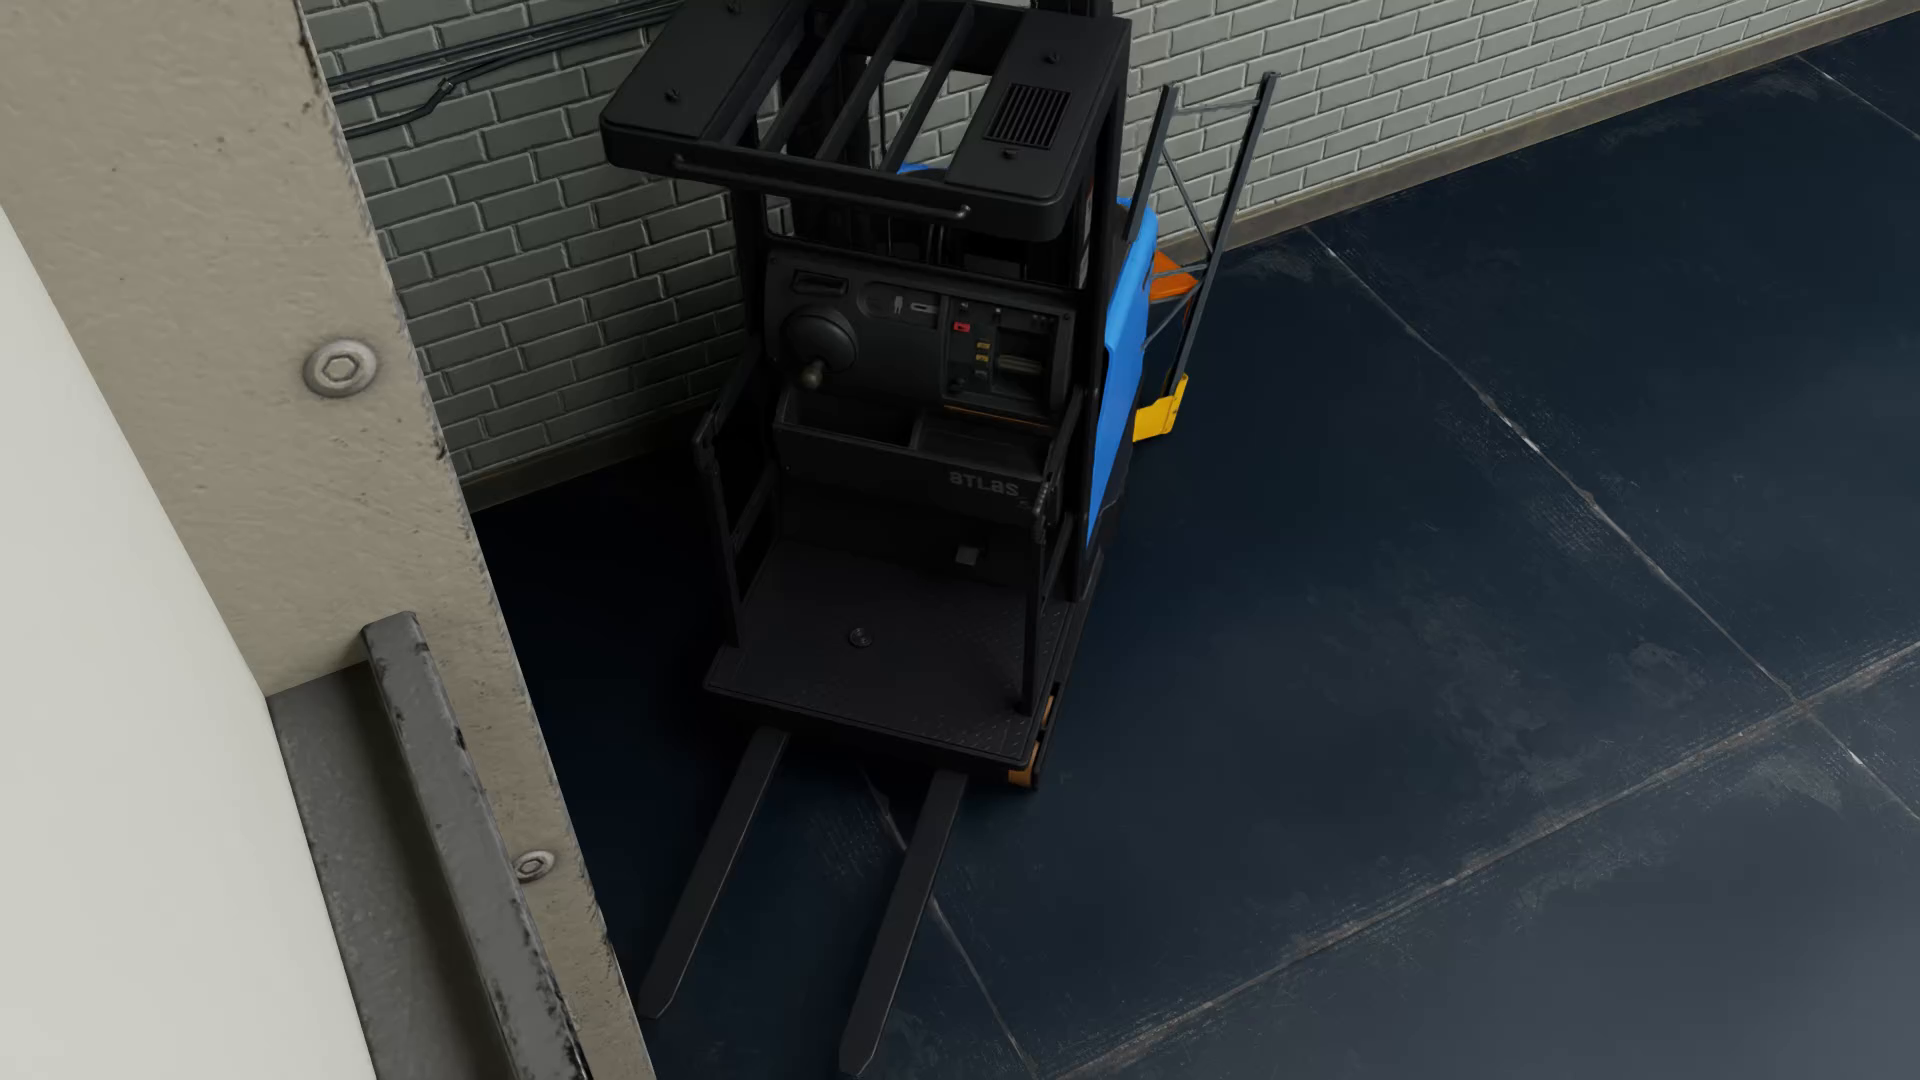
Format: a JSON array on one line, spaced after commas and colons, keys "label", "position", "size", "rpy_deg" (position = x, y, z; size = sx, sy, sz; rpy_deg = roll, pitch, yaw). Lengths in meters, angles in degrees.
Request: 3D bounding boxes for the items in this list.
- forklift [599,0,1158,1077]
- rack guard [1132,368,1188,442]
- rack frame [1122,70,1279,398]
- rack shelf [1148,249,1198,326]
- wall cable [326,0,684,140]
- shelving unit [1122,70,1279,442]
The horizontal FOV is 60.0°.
[{"label": "forklift", "position": [-0.185, -0.484, 4.723], "size": [1.130, 2.935, 3.031], "rpy_deg": [12, 50, 11]}, {"label": "rack guard", "position": [0.606, -0.480, 6.353], "size": [0.587, 0.250, 0.087], "rpy_deg": [-17, 47, -33]}, {"label": "rack frame", "position": [0.731, -0.949, 5.959], "size": [0.500, 1.500, 0.032], "rpy_deg": [-17, 47, -33]}, {"label": "rack shelf", "position": [0.412, -1.113, 6.362], "size": [0.538, 0.185, 1.000], "rpy_deg": [-17, 47, -33]}, {"label": "wall cable", "position": [-1.083, -2.330, 4.370], "size": [3.097, 2.526, 0.112], "rpy_deg": [-21, 52, -18]}, {"label": "shelving unit", "position": [0.440, -1.256, 6.256], "size": [0.587, 1.500, 1.083], "rpy_deg": [-17, 47, -33]}]
